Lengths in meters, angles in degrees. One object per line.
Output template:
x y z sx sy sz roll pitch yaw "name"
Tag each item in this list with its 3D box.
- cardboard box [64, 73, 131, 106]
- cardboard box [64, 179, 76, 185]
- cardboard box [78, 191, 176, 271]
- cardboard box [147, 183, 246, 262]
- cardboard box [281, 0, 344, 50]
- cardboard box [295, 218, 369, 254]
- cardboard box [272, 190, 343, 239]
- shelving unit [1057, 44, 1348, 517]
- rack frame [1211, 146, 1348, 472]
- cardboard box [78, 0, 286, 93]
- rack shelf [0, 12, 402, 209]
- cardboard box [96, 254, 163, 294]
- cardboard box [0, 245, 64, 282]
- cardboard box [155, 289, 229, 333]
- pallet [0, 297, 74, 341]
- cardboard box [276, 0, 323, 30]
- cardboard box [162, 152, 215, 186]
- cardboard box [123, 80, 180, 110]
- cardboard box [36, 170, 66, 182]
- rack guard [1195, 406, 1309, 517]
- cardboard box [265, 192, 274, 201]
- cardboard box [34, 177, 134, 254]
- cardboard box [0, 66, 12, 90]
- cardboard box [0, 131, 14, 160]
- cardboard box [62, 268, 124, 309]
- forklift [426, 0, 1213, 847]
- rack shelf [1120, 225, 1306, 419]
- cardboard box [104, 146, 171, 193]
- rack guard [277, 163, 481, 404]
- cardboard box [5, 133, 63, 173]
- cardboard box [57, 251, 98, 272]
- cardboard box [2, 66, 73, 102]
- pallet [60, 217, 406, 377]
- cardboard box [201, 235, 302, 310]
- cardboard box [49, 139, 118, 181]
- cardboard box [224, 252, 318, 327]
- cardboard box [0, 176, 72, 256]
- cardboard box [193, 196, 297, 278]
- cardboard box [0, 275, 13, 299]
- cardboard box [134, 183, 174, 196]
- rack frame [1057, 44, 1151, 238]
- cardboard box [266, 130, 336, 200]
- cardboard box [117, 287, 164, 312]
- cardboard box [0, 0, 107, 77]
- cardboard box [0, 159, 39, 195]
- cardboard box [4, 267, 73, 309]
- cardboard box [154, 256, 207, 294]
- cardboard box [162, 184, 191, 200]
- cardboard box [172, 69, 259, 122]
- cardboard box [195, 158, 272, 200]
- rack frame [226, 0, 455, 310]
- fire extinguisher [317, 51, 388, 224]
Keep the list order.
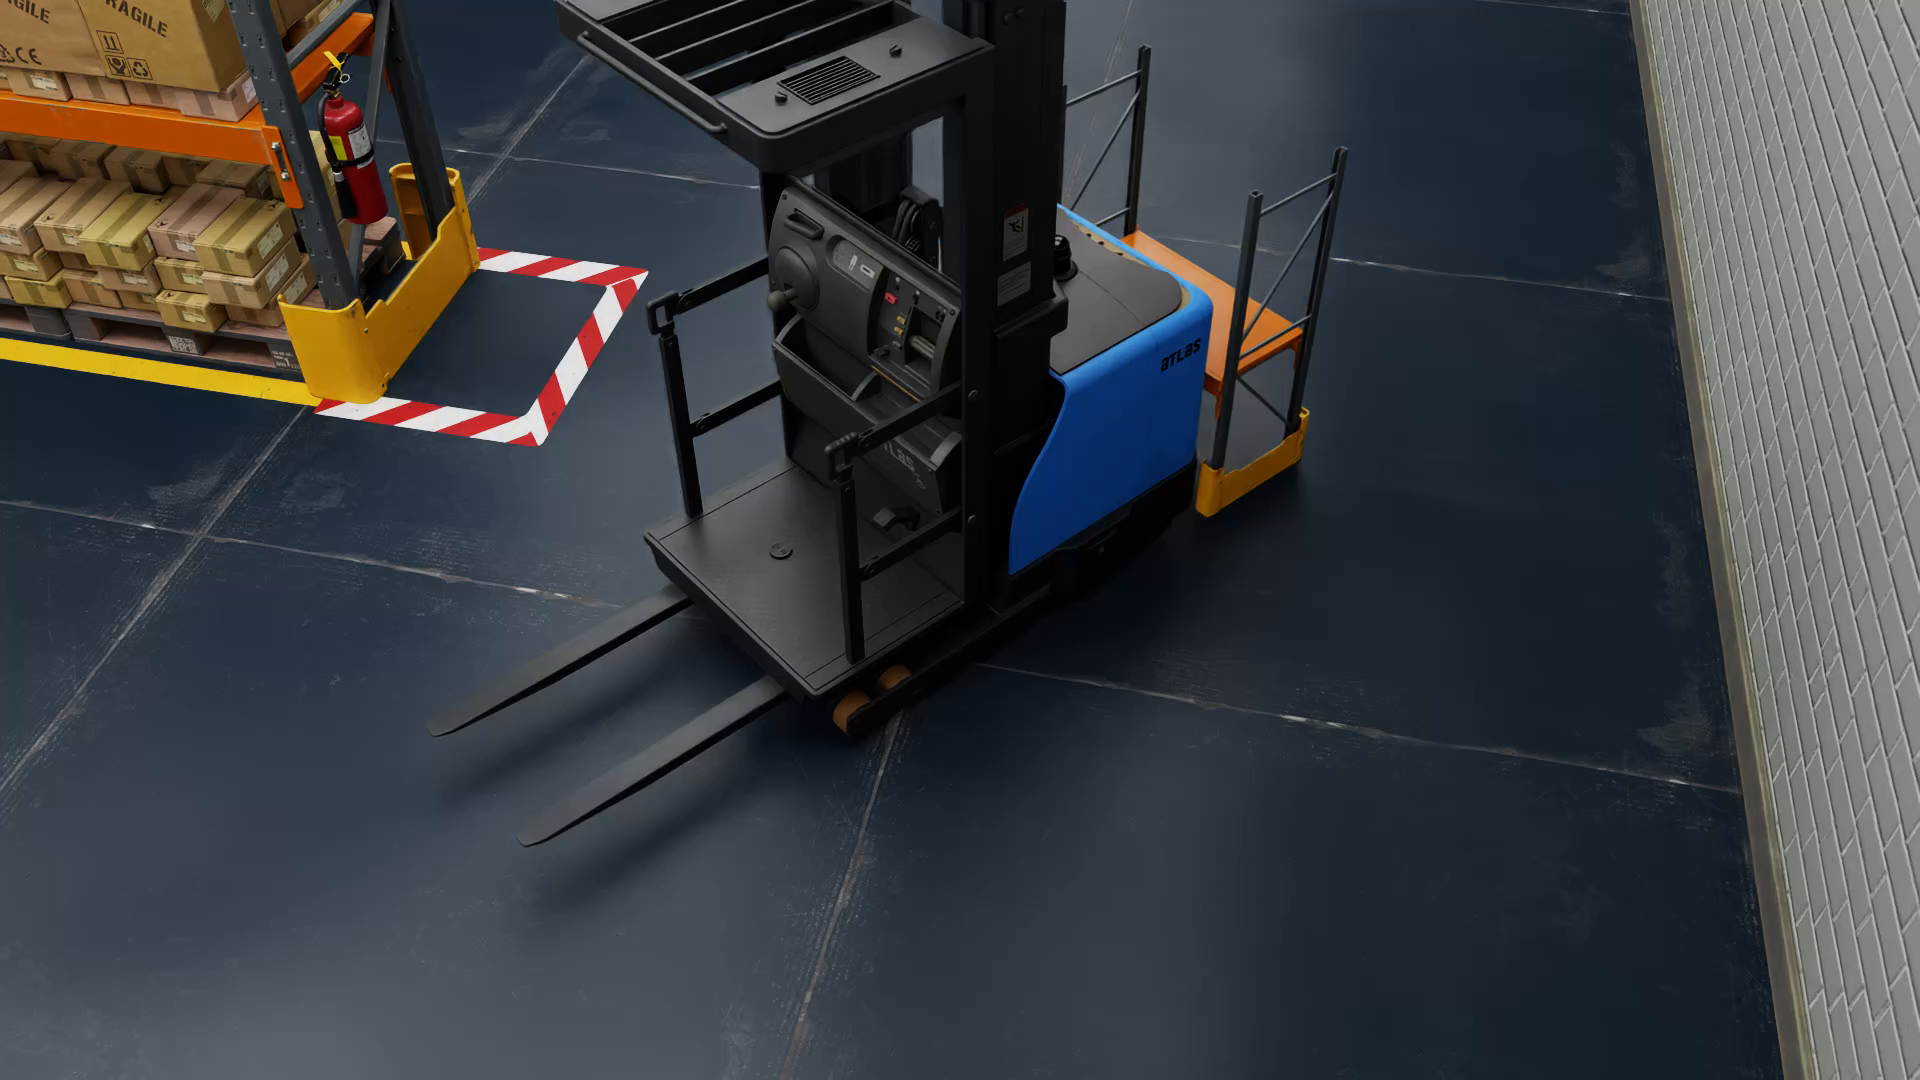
-3.423 -1.943 6.787 0.250 0.149 0.380 8 45 9 "cardboard box"
-4.035 -1.714 7.906 0.250 0.149 0.380 7 44 7 "cardboard box"
-3.645 -1.362 7.326 0.250 0.149 0.380 8 44 8 "cardboard box"
-3.365 -1.408 7.374 0.250 0.149 0.380 10 45 10 "cardboard box"
-2.805 -2.265 7.121 0.250 0.149 0.380 8 45 9 "cardboard box"
-3.002 -1.505 7.903 0.250 0.149 0.380 10 45 10 "cardboard box"
-3.015 -1.569 7.755 0.250 0.149 0.380 11 45 11 "cardboard box"
0.896 -1.047 6.756 0.587 1.500 1.083 -30 52 -28 "shelving unit"
1.217 -0.782 6.481 0.500 1.500 0.032 -30 52 -28 "rack frame"
-3.055 -2.121 6.504 0.500 0.500 0.500 10 45 10 "cardboard box"
-4.512 -2.128 7.317 4.000 0.370 1.077 9 45 9 "rack shelf"
-3.645 -1.280 7.455 0.250 0.149 0.380 7 44 7 "cardboard box"
-4.153 -1.350 7.528 0.250 0.149 0.380 9 45 10 "cardboard box"
-3.392 -1.118 7.501 0.250 0.149 0.380 10 45 10 "cardboard box"
-4.606 -1.424 8.078 1.213 0.211 1.003 9 45 9 "pallet"
-2.938 -2.483 6.880 0.500 0.500 0.500 11 45 11 "cardboard box"
-3.510 -1.817 7.799 0.250 0.149 0.380 9 45 9 "cardboard box"
-3.175 -1.915 6.758 0.250 0.149 0.380 9 45 9 "cardboard box"
-4.309 -1.727 7.920 0.250 0.149 0.380 11 45 11 "cardboard box"
1.217 -0.332 6.915 0.587 0.250 0.087 -30 52 -28 "rack guard"
-3.270 -1.648 7.838 0.250 0.149 0.380 9 45 9 "cardboard box"
-3.884 -1.444 7.411 0.250 0.149 0.380 7 44 7 "cardboard box"
-3.927 -2.025 6.872 0.250 0.149 0.380 7 44 7 "cardboard box"
-4.552 -1.891 7.876 0.250 0.149 0.380 9 45 9 "cardboard box"
-3.875 -1.244 7.633 0.250 0.149 0.380 9 45 9 "cardboard box"
-0.489 -0.762 5.428 3.031 2.935 1.130 -31 52 -28 "forklift"
0.890 -0.922 6.886 0.538 0.185 1.000 -30 52 -28 "rack shelf"
-3.771 -1.799 7.780 0.250 0.149 0.380 7 44 7 "cardboard box"
-2.634 -1.195 7.631 0.348 0.500 1.175 9 45 9 "rack guard"
-4.286 -1.918 7.904 0.250 0.149 0.380 9 45 10 "cardboard box"
-3.885 -1.390 7.570 0.250 0.149 0.380 8 45 9 "cardboard box"
-3.677 -1.966 6.810 0.250 0.149 0.380 10 45 10 "cardboard box"
-3.419 -1.238 7.884 1.213 0.211 1.003 9 45 9 "pallet"
-3.138 -1.202 7.375 0.250 0.149 0.380 8 44 8 "cardboard box"
-4.039 -1.847 7.830 0.250 0.149 0.380 10 45 11 "cardboard box"
-3.119 -1.147 7.532 0.250 0.149 0.380 10 45 10 "cardboard box"
-4.158 -1.447 7.414 0.250 0.149 0.380 10 45 11 "cardboard box"
-3.132 -1.332 7.294 0.250 0.149 0.380 9 45 10 "cardboard box"
-4.400 -1.296 7.686 0.250 0.149 0.380 10 45 10 "cardboard box"
-3.755 -1.738 7.931 0.250 0.149 0.380 10 45 10 "cardboard box"
0.562 -1.321 7.041 0.500 1.500 0.032 -30 52 -28 "rack frame"
-2.997 -1.732 7.711 0.250 0.149 0.380 7 44 7 "cardboard box"
-3.631 -1.216 7.603 0.250 0.149 0.380 9 45 9 "cardboard box"
-3.556 -2.203 6.589 0.500 0.500 0.500 8 45 8 "cardboard box"
-4.391 -1.562 7.534 0.250 0.149 0.380 7 44 8 "cardboard box"
-4.138 -1.241 7.629 0.250 0.149 0.380 7 44 7 "cardboard box"
-3.381 -1.279 7.454 0.250 0.149 0.380 8 44 8 "cardboard box"
-3.528 -1.626 7.814 0.250 0.149 0.380 9 45 10 "cardboard box"
-2.940 -1.852 6.692 0.250 0.149 0.380 9 45 9 "cardboard box"
-3.293 -1.692 7.669 0.250 0.149 0.380 10 45 10 "cardboard box"
-2.560 -2.084 6.753 0.127 3.000 1.000 9 45 9 "rack frame"
-2.415 -1.572 6.545 0.183 0.674 0.296 9 45 9 "fire extinguisher"
